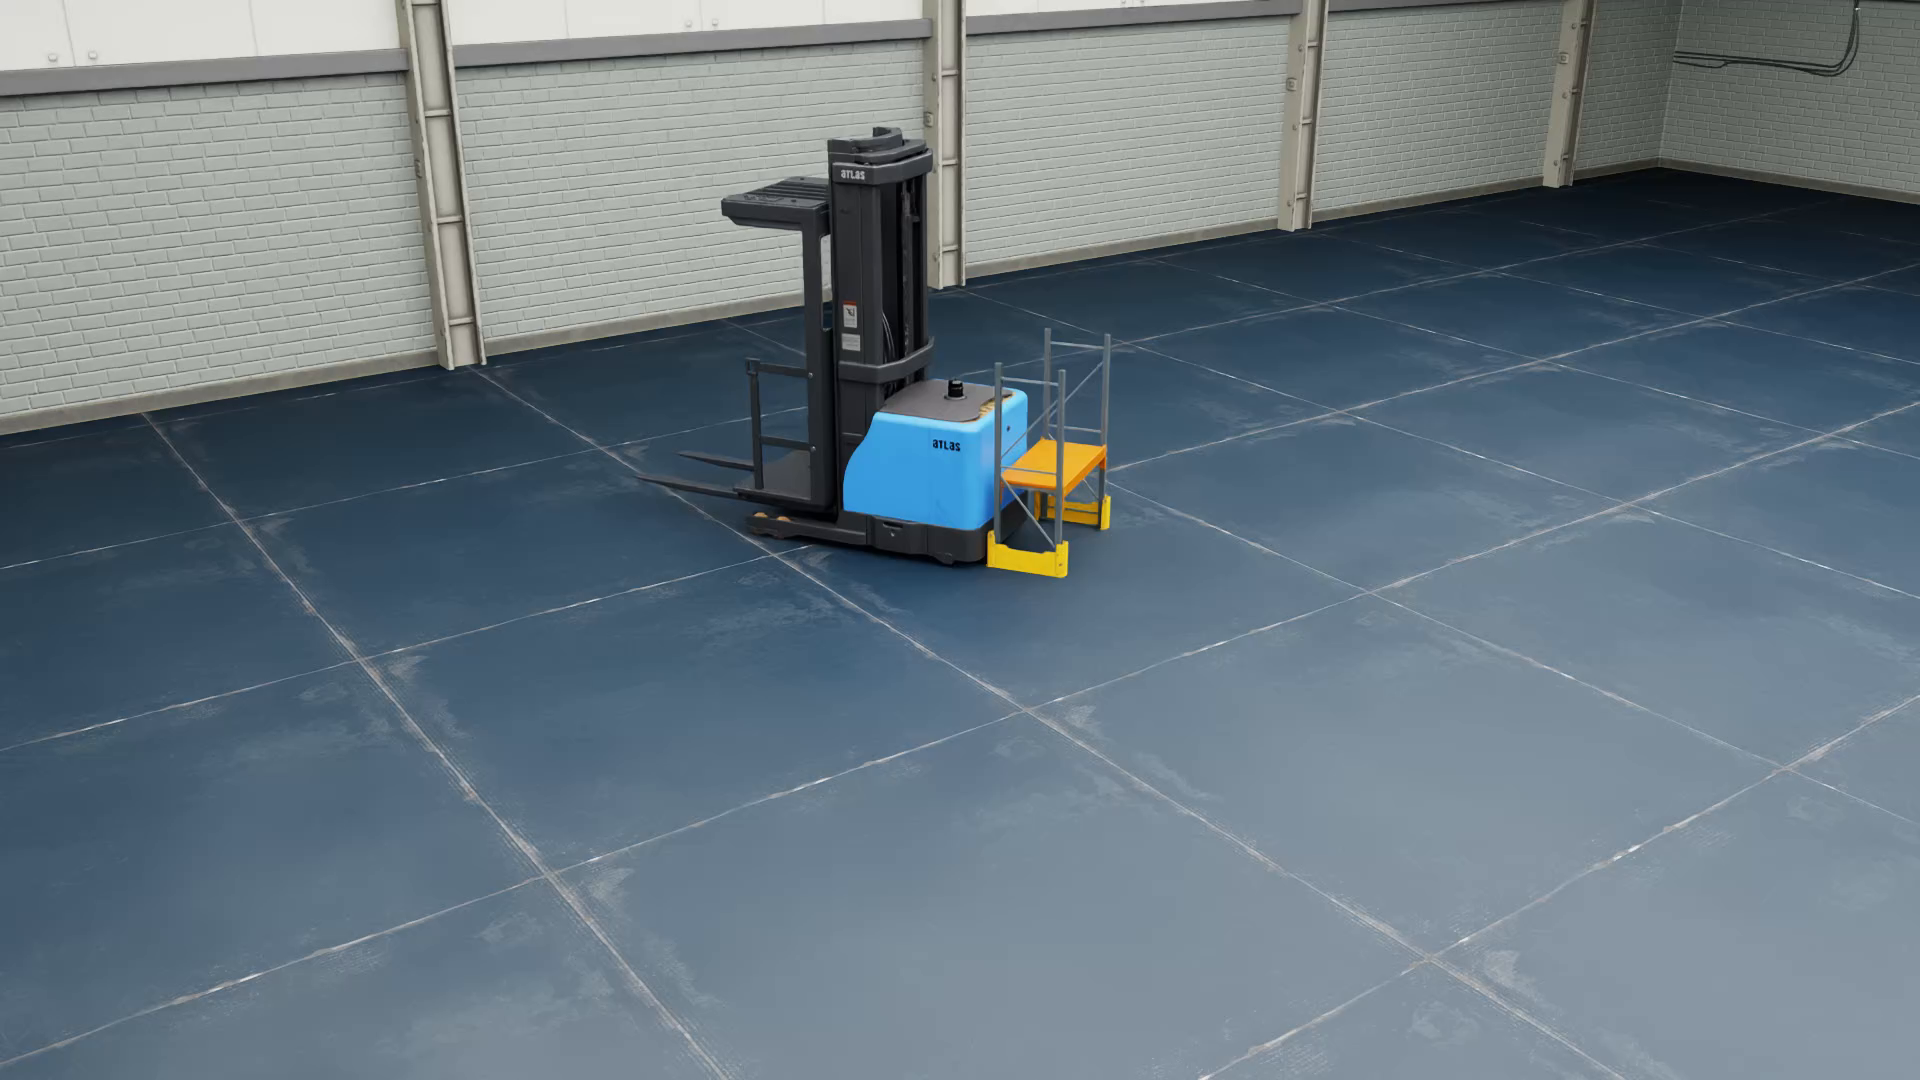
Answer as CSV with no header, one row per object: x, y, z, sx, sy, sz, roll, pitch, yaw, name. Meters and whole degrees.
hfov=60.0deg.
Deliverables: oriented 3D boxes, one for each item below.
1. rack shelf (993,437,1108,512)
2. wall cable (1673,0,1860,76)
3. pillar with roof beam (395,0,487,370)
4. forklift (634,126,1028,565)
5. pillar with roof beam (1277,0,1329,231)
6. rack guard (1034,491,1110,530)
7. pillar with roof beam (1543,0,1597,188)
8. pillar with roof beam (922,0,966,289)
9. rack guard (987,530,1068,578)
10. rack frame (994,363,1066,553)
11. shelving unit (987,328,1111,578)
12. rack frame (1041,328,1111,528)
0.668,-0.487,12.080,0.538,0.185,1.000,9,23,20,rack shelf
12.725,-8.663,26.155,0.112,2.526,3.097,-15,26,-33,wall cable
-2.536,-4.675,11.969,0.400,9.000,9.100,-15,26,-33,pillar with roof beam
-1.048,-1.534,12.287,3.031,2.935,1.130,10,24,23,forklift
7.205,-7.272,18.478,0.400,9.000,9.100,-15,26,-33,pillar with roof beam
0.852,-0.242,12.665,0.587,0.250,0.087,9,23,20,rack guard
12.075,-8.571,21.733,0.400,9.000,9.100,-15,26,-33,pillar with roof beam
2.334,-5.973,15.224,0.400,9.000,9.100,-15,26,-33,pillar with roof beam
0.478,0.100,11.808,0.587,0.250,0.087,9,23,20,rack guard
0.477,-0.480,11.575,0.500,1.500,0.032,9,23,20,rack frame
0.665,-0.651,12.005,0.587,1.500,1.083,9,23,20,shelving unit
0.859,-0.829,12.451,0.500,1.500,0.032,9,23,20,rack frame
